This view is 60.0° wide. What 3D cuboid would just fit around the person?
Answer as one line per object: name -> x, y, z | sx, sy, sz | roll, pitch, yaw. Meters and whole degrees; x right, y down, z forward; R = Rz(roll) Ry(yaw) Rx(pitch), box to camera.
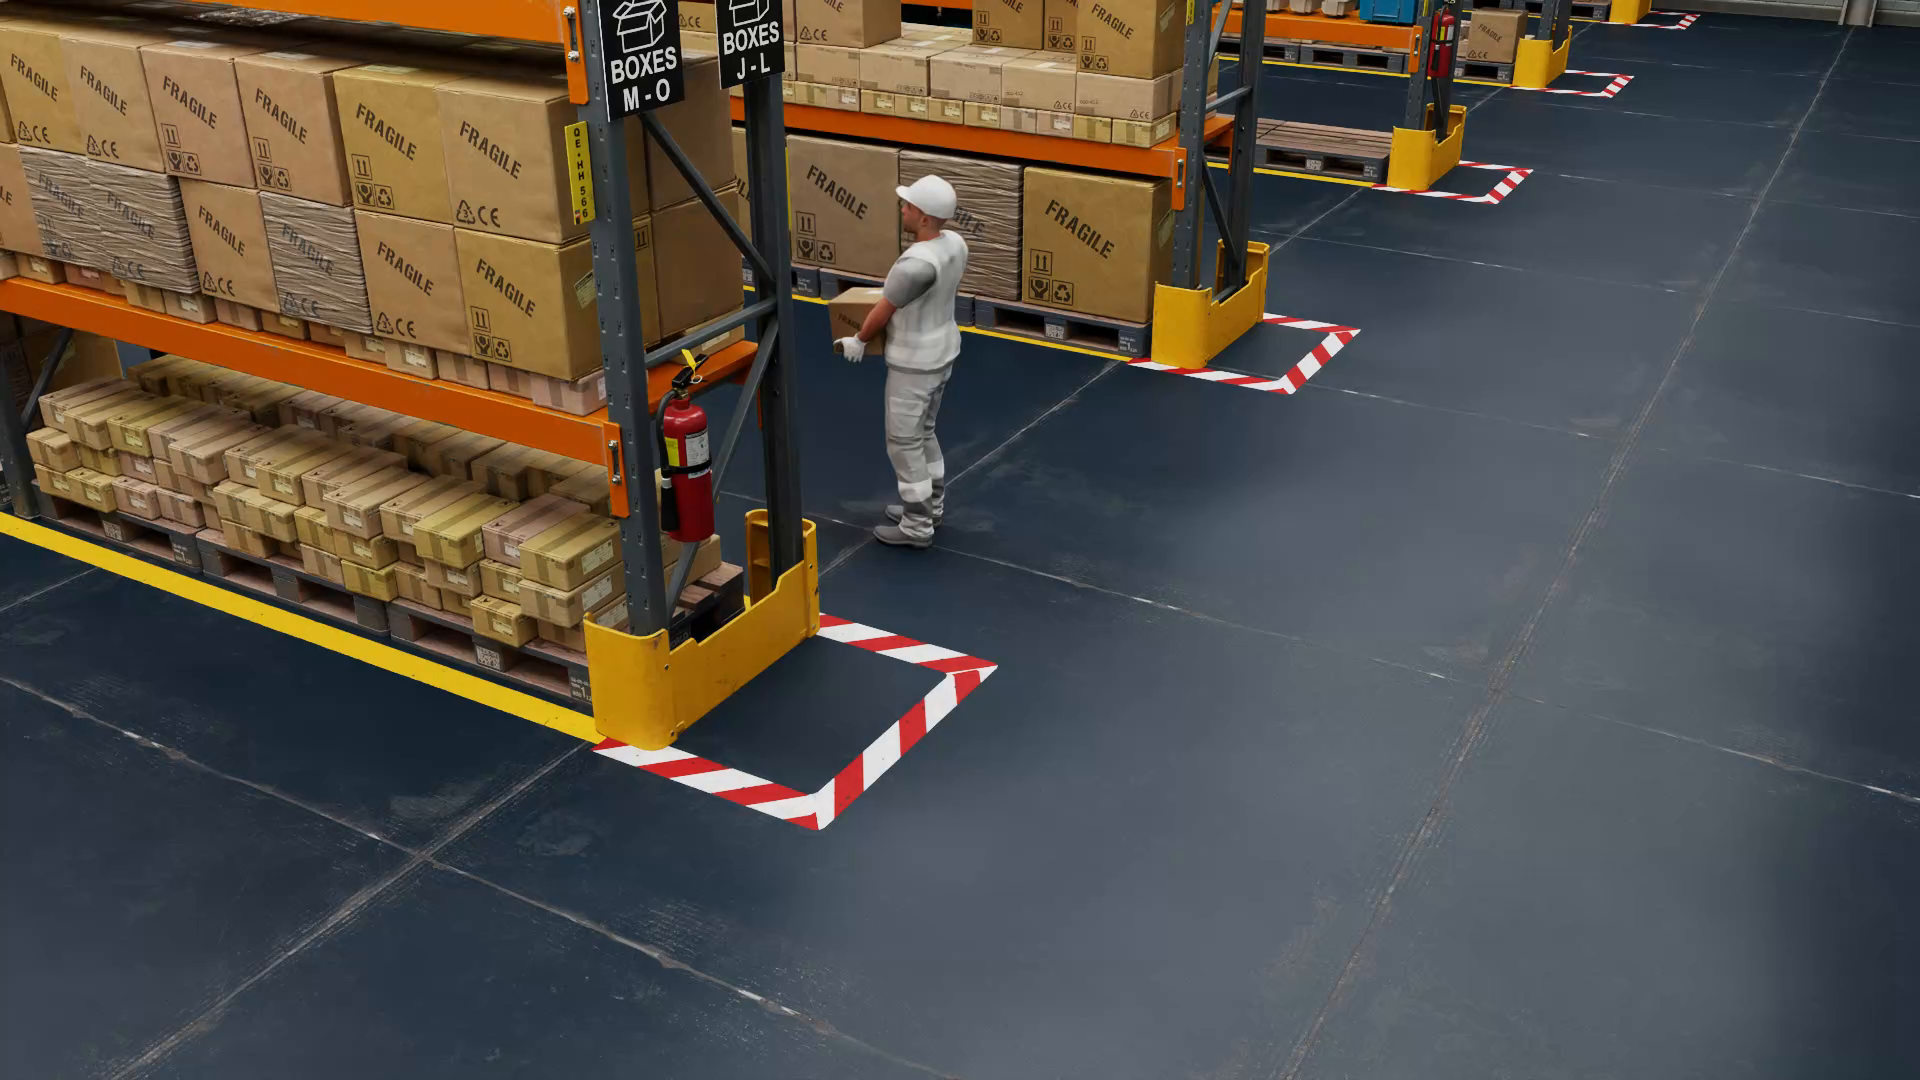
person -> -0.282, -0.839, 7.793 | 0.572, 1.782, 0.493 | 11, 28, 21
